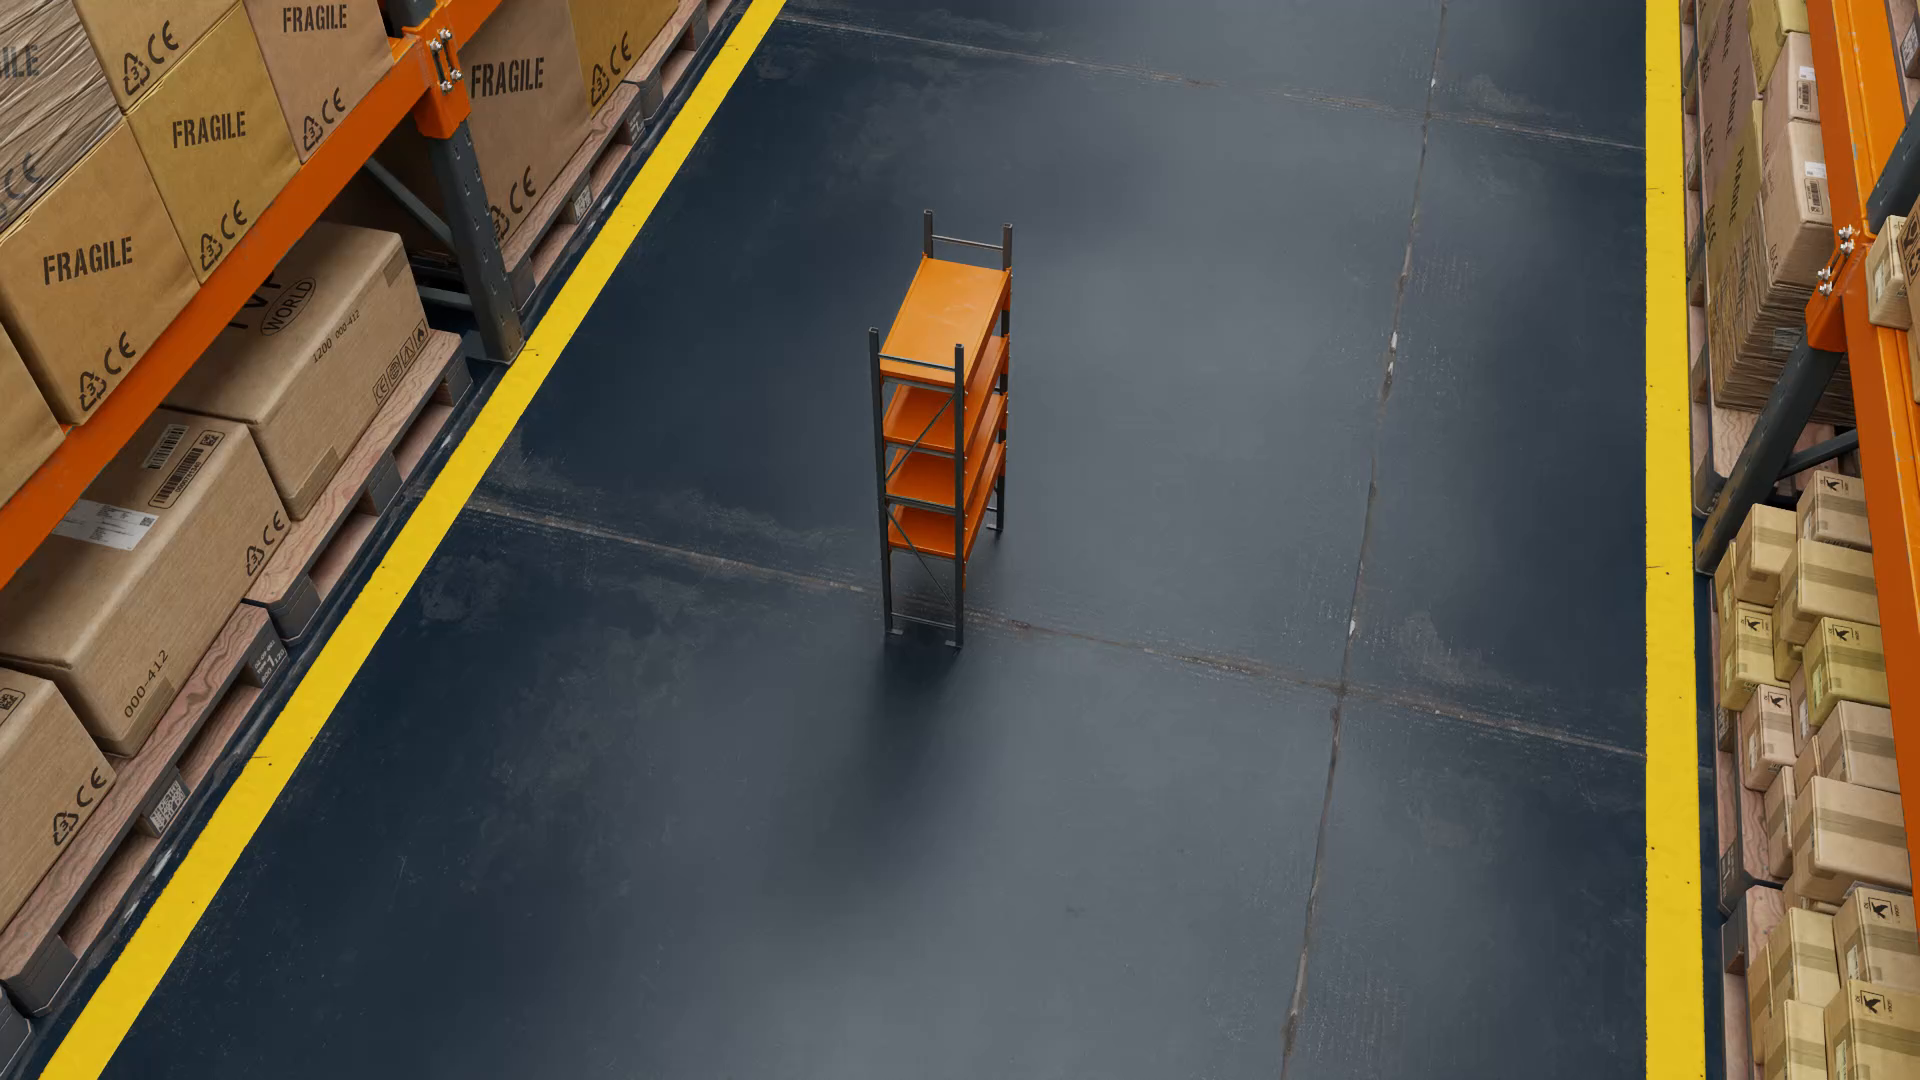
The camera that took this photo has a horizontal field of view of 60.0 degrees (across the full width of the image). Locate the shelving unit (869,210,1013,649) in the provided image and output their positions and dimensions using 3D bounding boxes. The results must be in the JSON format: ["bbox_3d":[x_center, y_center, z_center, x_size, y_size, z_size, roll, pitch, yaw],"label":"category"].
[{"bbox_3d":[-0.044,-0.277,4.694,0.258,1.200,0.503,12,50,10],"label":"shelving unit"}]

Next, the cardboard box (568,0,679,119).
[{"bbox_3d":[-1.710,-2.291,6.408,0.875,0.875,0.875,13,50,11],"label":"cardboard box"}]

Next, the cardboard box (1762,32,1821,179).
[{"bbox_3d":[2.876,-1.350,5.327,0.500,0.250,0.500,14,50,12],"label":"cardboard box"}]

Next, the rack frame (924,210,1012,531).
[{"bbox_3d":[0.021,-0.454,4.850,0.240,1.200,0.015,12,50,10],"label":"rack frame"}]

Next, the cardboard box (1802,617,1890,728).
[{"bbox_3d":[2.336,0.364,4.152,0.380,0.149,0.250,11,49,10],"label":"cardboard box"}]

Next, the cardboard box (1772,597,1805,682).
[{"bbox_3d":[2.392,0.274,4.431,0.380,0.149,0.250,12,50,10],"label":"cardboard box"}]

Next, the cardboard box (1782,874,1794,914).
[{"bbox_3d":[2.229,0.950,4.032,0.380,0.149,0.250,10,49,8],"label":"cardboard box"}]

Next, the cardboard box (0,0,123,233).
[{"bbox_3d":[-2.150,-0.968,3.370,0.500,0.500,0.500,12,50,11],"label":"cardboard box"}]

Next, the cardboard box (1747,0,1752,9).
[{"bbox_3d":[3.137,-2.112,6.000,0.500,0.250,0.500,12,50,10],"label":"cardboard box"}]

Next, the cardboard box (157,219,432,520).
[{"bbox_3d":[-2.295,-0.594,5.202,0.875,0.438,0.875,11,49,9],"label":"cardboard box"}]

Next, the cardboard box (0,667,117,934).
[{"bbox_3d":[-2.769,0.706,4.055,0.875,0.438,0.875,13,50,11],"label":"cardboard box"}]

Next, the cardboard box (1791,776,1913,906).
[{"bbox_3d":[2.144,0.725,3.834,0.380,0.149,0.250,13,50,11],"label":"cardboard box"}]

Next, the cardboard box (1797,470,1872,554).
[{"bbox_3d":[2.485,-0.016,4.488,0.380,0.149,0.250,13,50,12],"label":"cardboard box"}]

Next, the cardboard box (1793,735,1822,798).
[{"bbox_3d":[2.288,0.652,4.097,0.380,0.149,0.250,9,49,8],"label":"cardboard box"}]

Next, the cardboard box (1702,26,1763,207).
[{"bbox_3d":[3.002,-1.470,5.934,0.500,0.500,0.500,11,49,9],"label":"cardboard box"}]

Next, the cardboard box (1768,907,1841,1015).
[{"bbox_3d":[2.066,1.016,3.775,0.380,0.149,0.250,11,50,10],"label":"cardboard box"}]

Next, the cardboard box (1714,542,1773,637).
[{"bbox_3d":[2.370,0.173,4.718,0.380,0.149,0.250,10,49,8],"label":"cardboard box"}]

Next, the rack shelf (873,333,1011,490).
[{"bbox_3d":[-0.044,-0.381,4.577,0.258,0.148,0.480,12,50,10],"label":"rack shelf"}]

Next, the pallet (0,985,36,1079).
[{"bbox_3d":[-2.944,1.487,3.797,1.003,0.211,1.213,12,50,10],"label":"pallet"}]

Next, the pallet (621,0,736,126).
[{"bbox_3d":[-1.577,-2.271,7.114,1.003,0.211,1.213,12,50,10],"label":"pallet"}]

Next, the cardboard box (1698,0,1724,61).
[{"bbox_3d":[3.267,-2.211,6.588,0.500,0.500,0.500,12,50,10],"label":"cardboard box"}]

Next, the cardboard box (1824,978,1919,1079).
[{"bbox_3d":[2.049,1.109,3.495,0.380,0.149,0.250,12,50,10],"label":"cardboard box"}]

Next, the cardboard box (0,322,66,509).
[{"bbox_3d":[-2.303,-0.267,3.419,0.500,0.500,0.500,13,50,11],"label":"cardboard box"}]

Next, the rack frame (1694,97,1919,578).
[{"bbox_3d":[2.776,-0.832,3.983,1.000,3.000,0.127,12,50,10],"label":"rack frame"}]

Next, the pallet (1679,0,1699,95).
[{"bbox_3d":[3.621,-2.237,7.084,1.003,0.211,1.213,12,50,10],"label":"pallet"}]

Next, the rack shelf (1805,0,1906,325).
[{"bbox_3d":[3.302,-2.040,5.530,1.077,0.370,4.000,12,50,10],"label":"rack shelf"}]

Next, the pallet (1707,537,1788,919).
[{"bbox_3d":[2.633,0.584,4.594,1.003,0.211,1.213,12,50,10],"label":"pallet"}]

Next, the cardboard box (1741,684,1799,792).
[{"bbox_3d":[2.285,0.555,4.381,0.380,0.149,0.250,11,50,10],"label":"cardboard box"}]

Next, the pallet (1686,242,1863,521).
[{"bbox_3d":[2.979,-0.473,5.526,1.003,0.211,1.213,12,50,10],"label":"pallet"}]

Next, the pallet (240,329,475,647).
[{"bbox_3d":[-2.302,-0.278,5.355,1.003,0.211,1.213,12,50,10],"label":"pallet"}]

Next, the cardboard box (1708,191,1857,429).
[{"bbox_3d":[2.727,-0.729,5.280,0.500,0.500,0.500,11,49,9],"label":"cardboard box"}]

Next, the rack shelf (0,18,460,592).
[{"bbox_3d":[-2.553,-0.051,3.774,1.077,0.370,4.000,12,50,10],"label":"rack shelf"}]

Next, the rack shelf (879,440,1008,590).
[{"bbox_3d":[-0.044,-0.101,4.894,0.258,0.148,0.480,12,50,10],"label":"rack shelf"}]

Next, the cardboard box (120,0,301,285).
[{"bbox_3d":[-2.032,-1.009,4.074,0.500,0.500,0.500,10,49,9],"label":"cardboard box"}]

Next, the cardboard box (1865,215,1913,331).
[{"bbox_3d":[2.385,-0.608,3.954,0.380,0.149,0.250,13,50,11],"label":"cardboard box"}]
